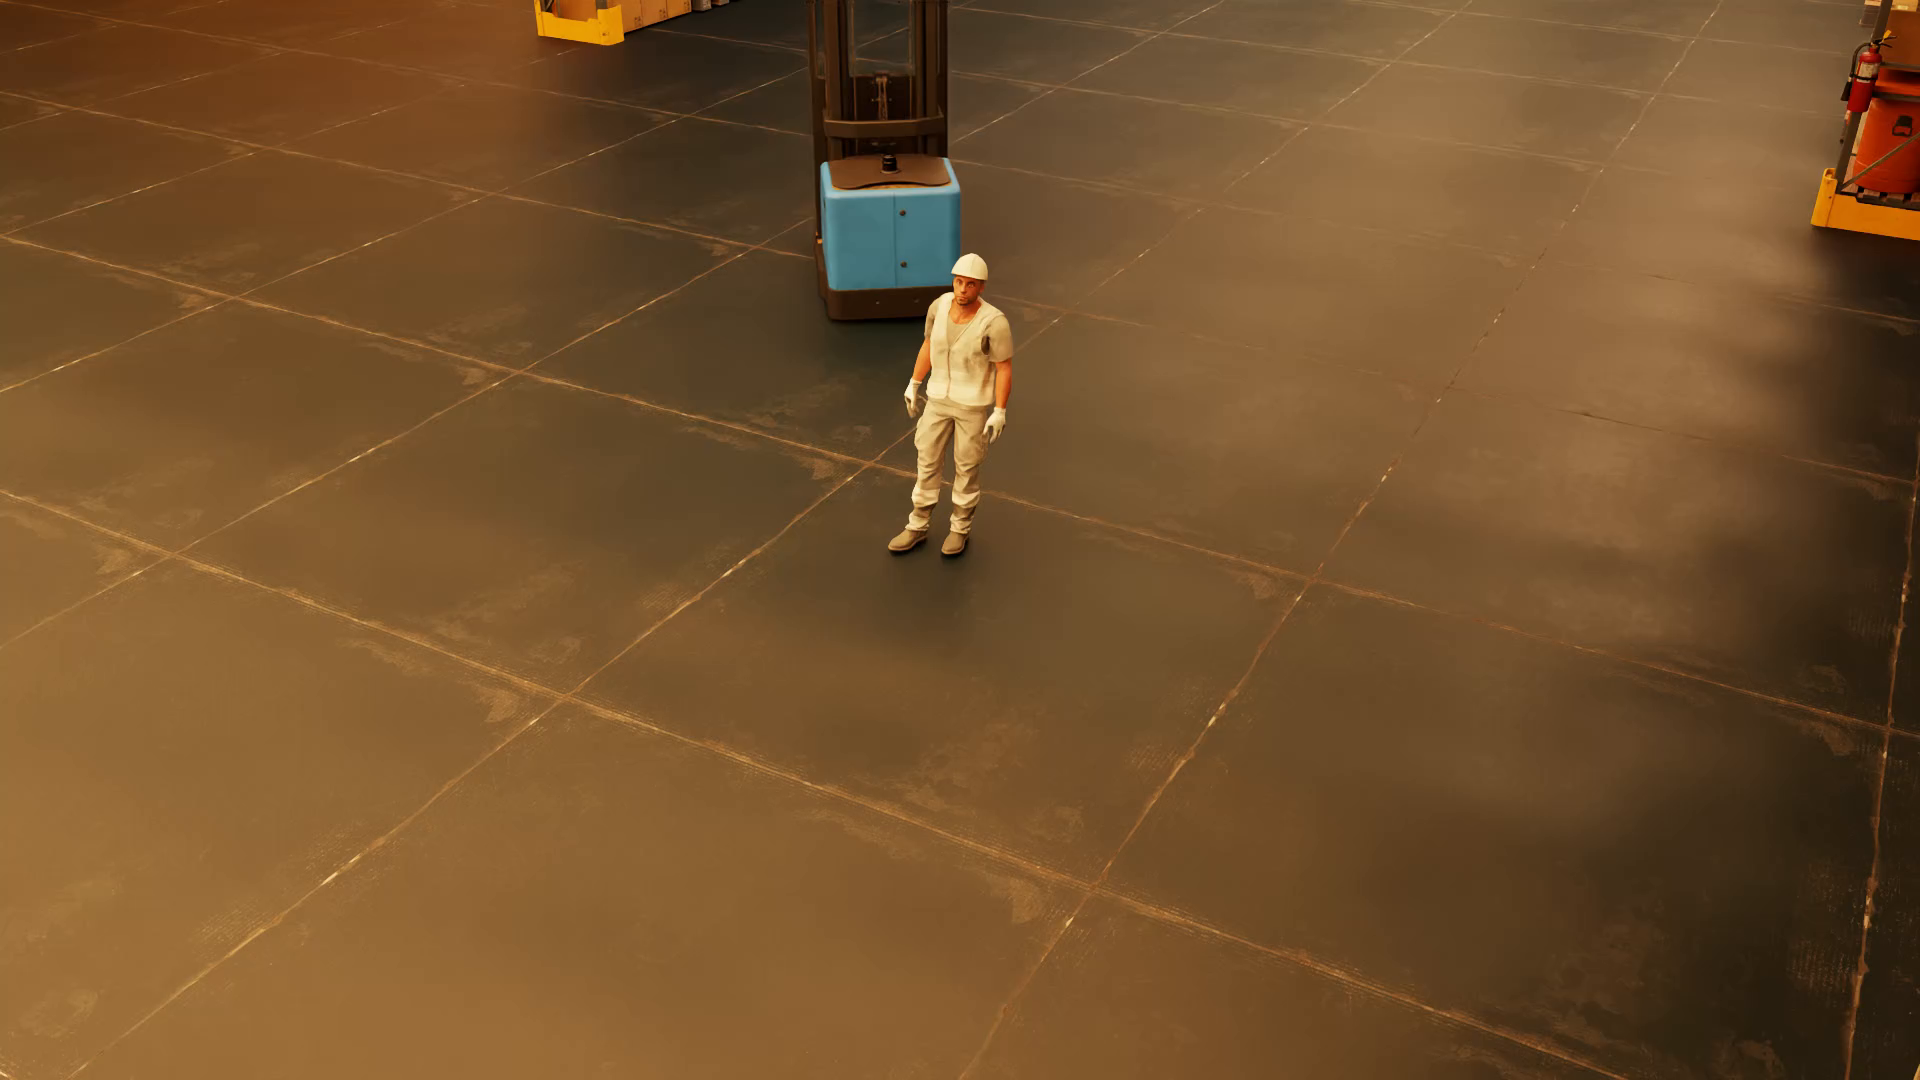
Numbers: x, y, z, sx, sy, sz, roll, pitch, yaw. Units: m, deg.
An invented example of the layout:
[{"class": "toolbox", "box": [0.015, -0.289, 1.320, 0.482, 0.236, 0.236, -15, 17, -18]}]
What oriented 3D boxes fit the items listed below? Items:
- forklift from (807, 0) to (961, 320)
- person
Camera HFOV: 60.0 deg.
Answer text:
[{"class": "forklift", "box": [-0.673, -3.674, 13.437, 1.130, 2.935, 3.031, -4, 30, -6]}, {"class": "person", "box": [-0.050, -0.749, 9.496, 0.637, 1.790, 0.562, 15, 33, 25]}]
